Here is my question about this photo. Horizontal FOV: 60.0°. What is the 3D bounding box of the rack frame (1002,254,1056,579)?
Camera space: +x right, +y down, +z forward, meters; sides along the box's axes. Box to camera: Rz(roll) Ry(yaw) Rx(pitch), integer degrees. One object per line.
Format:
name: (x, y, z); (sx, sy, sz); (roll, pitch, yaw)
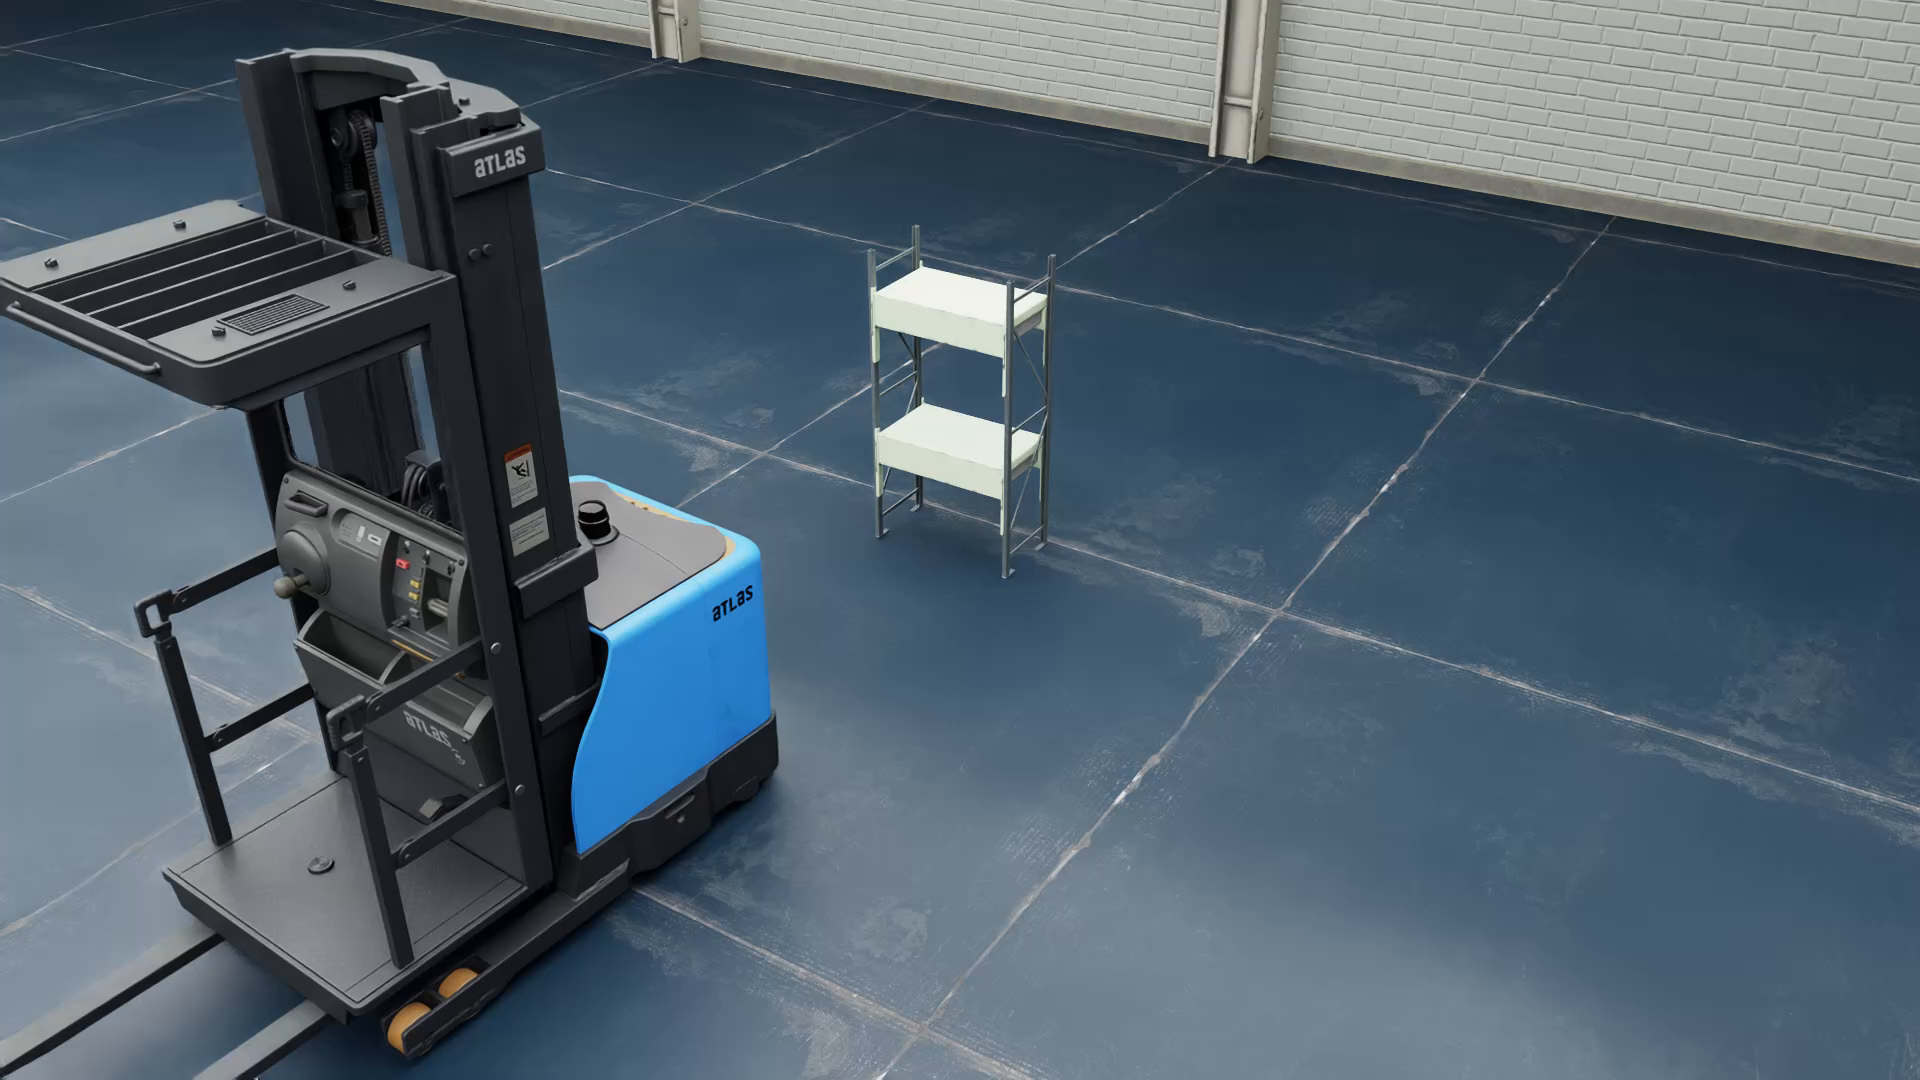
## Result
rack frame: (0.316, -0.548, 7.701); (0.023, 1.500, 0.400); (18, 35, 27)

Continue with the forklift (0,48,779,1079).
forklift: (-1.996, 0.124, 5.128); (1.130, 2.935, 3.031); (20, 36, 31)

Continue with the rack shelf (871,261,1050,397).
rack shelf: (0.006, -0.983, 7.672); (0.720, 0.370, 0.431); (18, 35, 27)

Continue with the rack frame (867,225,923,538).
rack frame: (-0.304, -0.744, 8.037); (0.023, 1.500, 0.400); (18, 35, 27)

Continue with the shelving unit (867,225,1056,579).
shelving unit: (0.006, -0.646, 7.869); (0.755, 1.500, 0.431); (18, 35, 27)

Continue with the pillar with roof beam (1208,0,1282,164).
pillar with roof beam: (0.000, -5.218, 8.264); (0.400, 9.000, 9.100); (18, 35, 27)

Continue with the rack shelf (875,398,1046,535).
rack shelf: (0.006, -0.364, 8.033); (0.720, 0.370, 0.431); (18, 35, 27)

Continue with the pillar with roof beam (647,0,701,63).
pillar with roof beam: (-5.082, -6.825, 11.019); (0.400, 9.000, 9.100); (18, 35, 27)
